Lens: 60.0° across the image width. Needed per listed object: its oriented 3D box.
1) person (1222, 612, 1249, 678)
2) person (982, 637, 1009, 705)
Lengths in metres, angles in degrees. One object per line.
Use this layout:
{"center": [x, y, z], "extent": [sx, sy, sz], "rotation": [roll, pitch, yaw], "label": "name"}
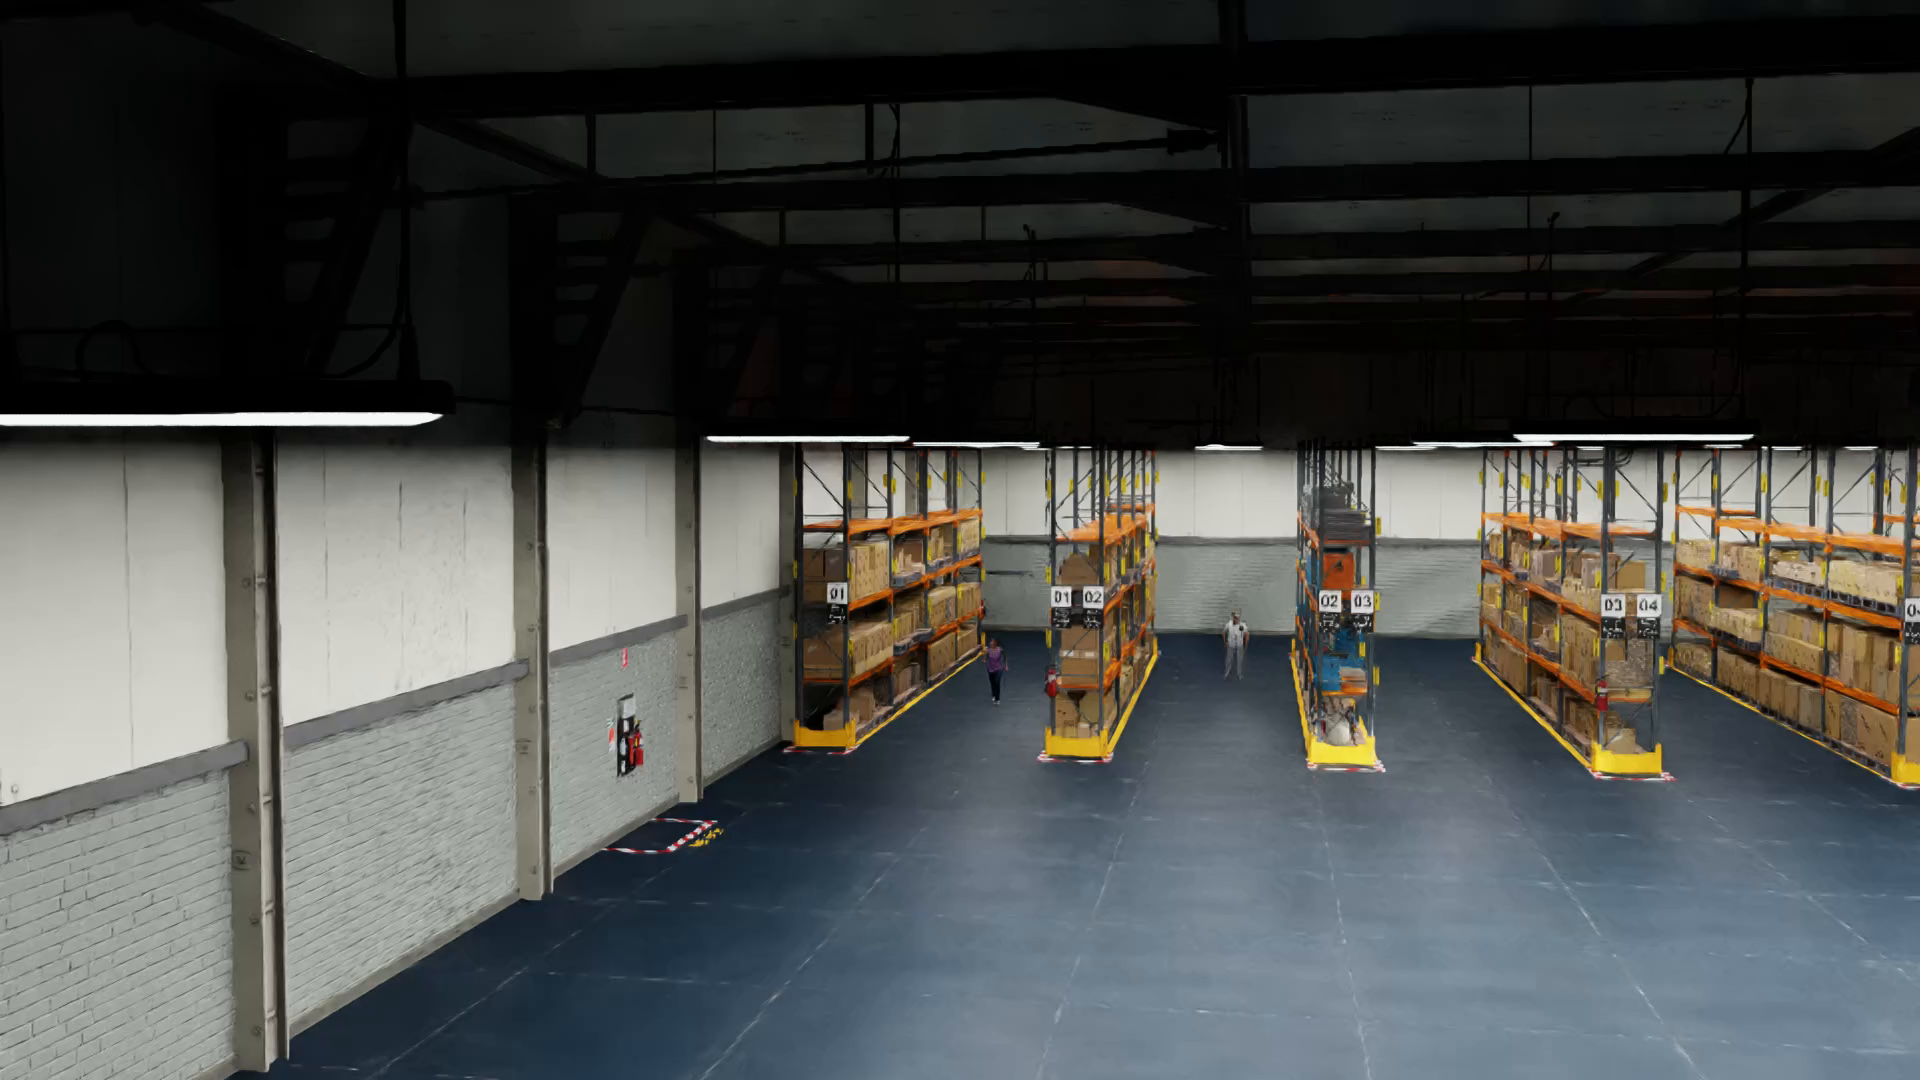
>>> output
{"center": [6.964, 2.647, 42.047], "extent": [0.682, 1.715, 0.542], "rotation": [0, 3, 8], "label": "person"}
{"center": [0.797, 2.954, 37.847], "extent": [0.556, 1.530, 0.815], "rotation": [1, 3, 16], "label": "person"}
